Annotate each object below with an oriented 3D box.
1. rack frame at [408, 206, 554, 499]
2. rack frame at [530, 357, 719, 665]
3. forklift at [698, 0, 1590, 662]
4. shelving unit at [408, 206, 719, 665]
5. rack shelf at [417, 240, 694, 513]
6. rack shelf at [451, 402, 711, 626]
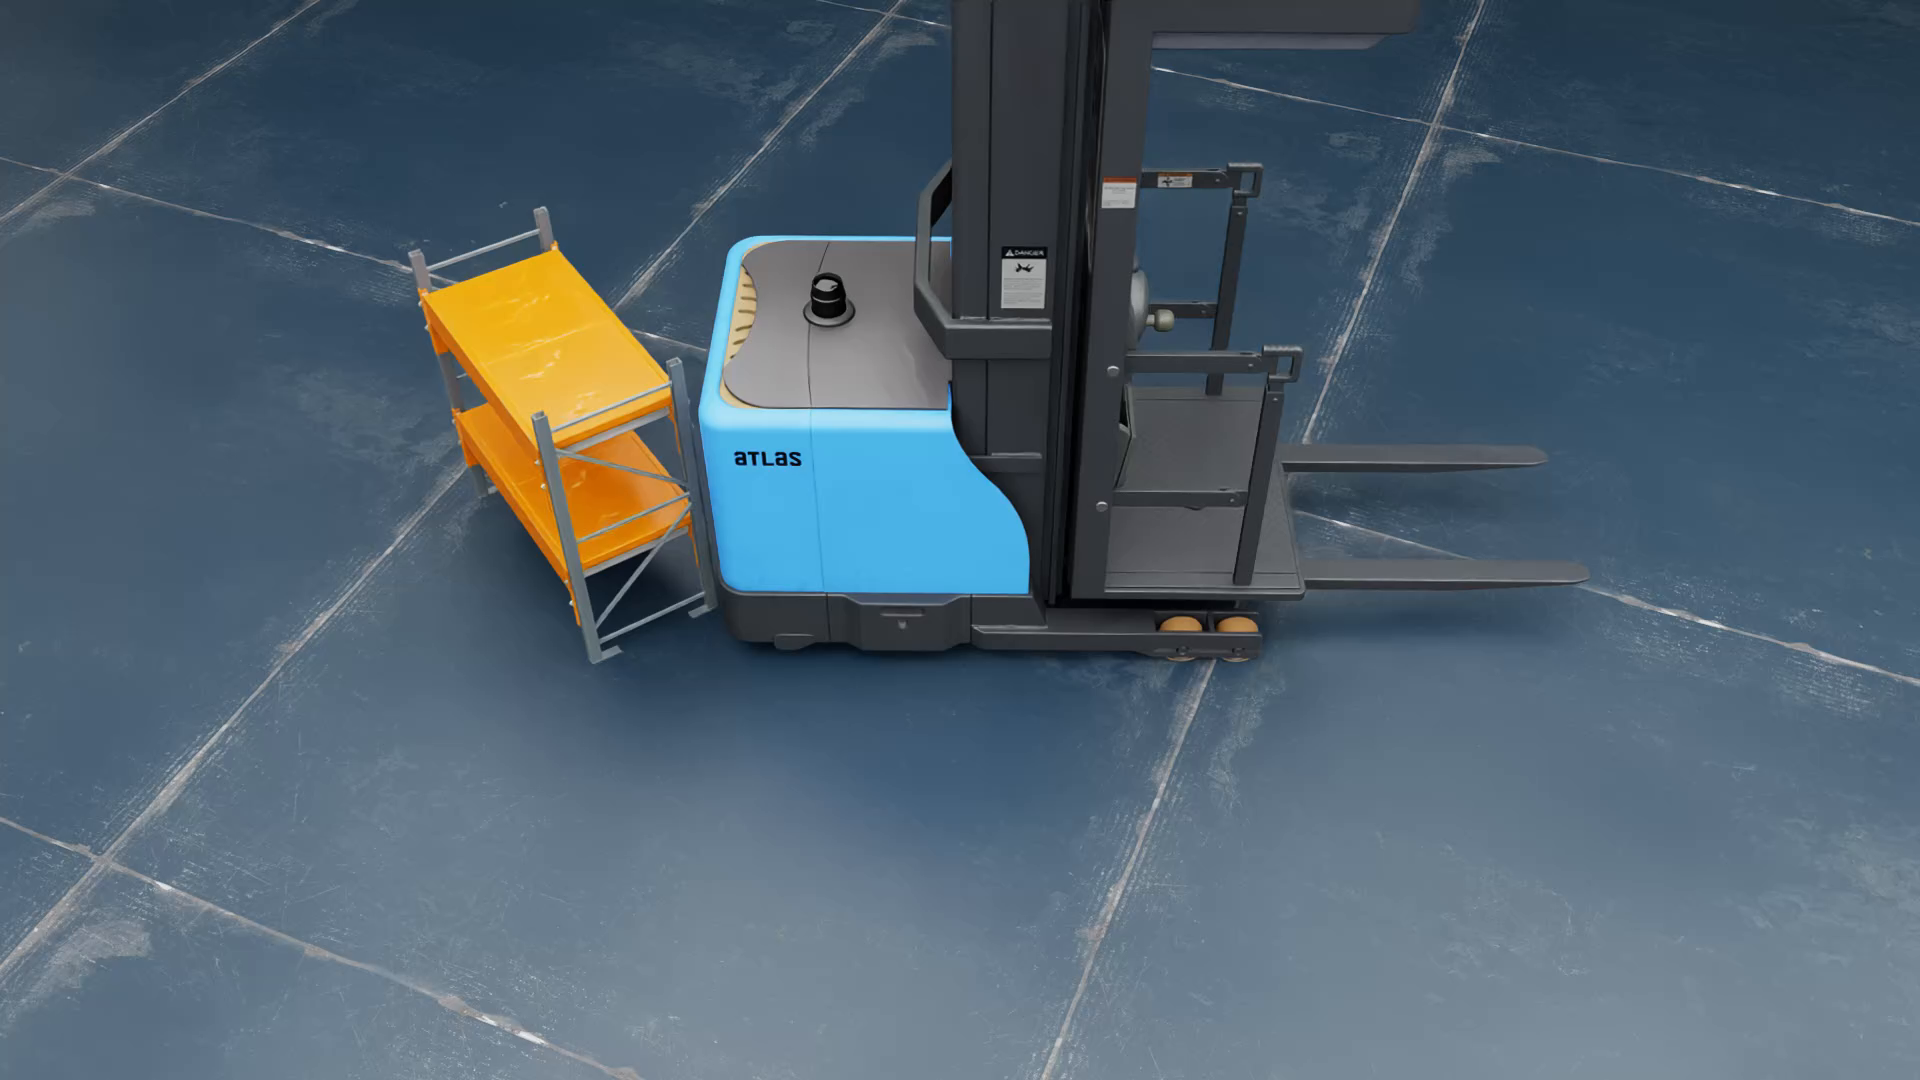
[{"bbox_3d":[-1.656,-0.664,6.120,0.500,1.125,0.032,-26,50,-23],"label":"rack frame"},{"bbox_3d":[-1.086,-0.070,5.523,0.500,1.125,0.032,-26,50,-23],"label":"rack frame"},{"bbox_3d":[0.689,-0.993,5.170,3.031,2.935,1.130,0,45,0],"label":"forklift"},{"bbox_3d":[-1.371,-0.367,5.822,0.538,1.125,1.048,-26,50,-23],"label":"shelving unit"},{"bbox_3d":[-1.371,-0.575,5.615,0.538,0.278,1.000,-26,50,-23],"label":"rack shelf"},{"bbox_3d":[-1.371,-0.194,5.994,0.538,0.278,1.000,-26,50,-23],"label":"rack shelf"}]
